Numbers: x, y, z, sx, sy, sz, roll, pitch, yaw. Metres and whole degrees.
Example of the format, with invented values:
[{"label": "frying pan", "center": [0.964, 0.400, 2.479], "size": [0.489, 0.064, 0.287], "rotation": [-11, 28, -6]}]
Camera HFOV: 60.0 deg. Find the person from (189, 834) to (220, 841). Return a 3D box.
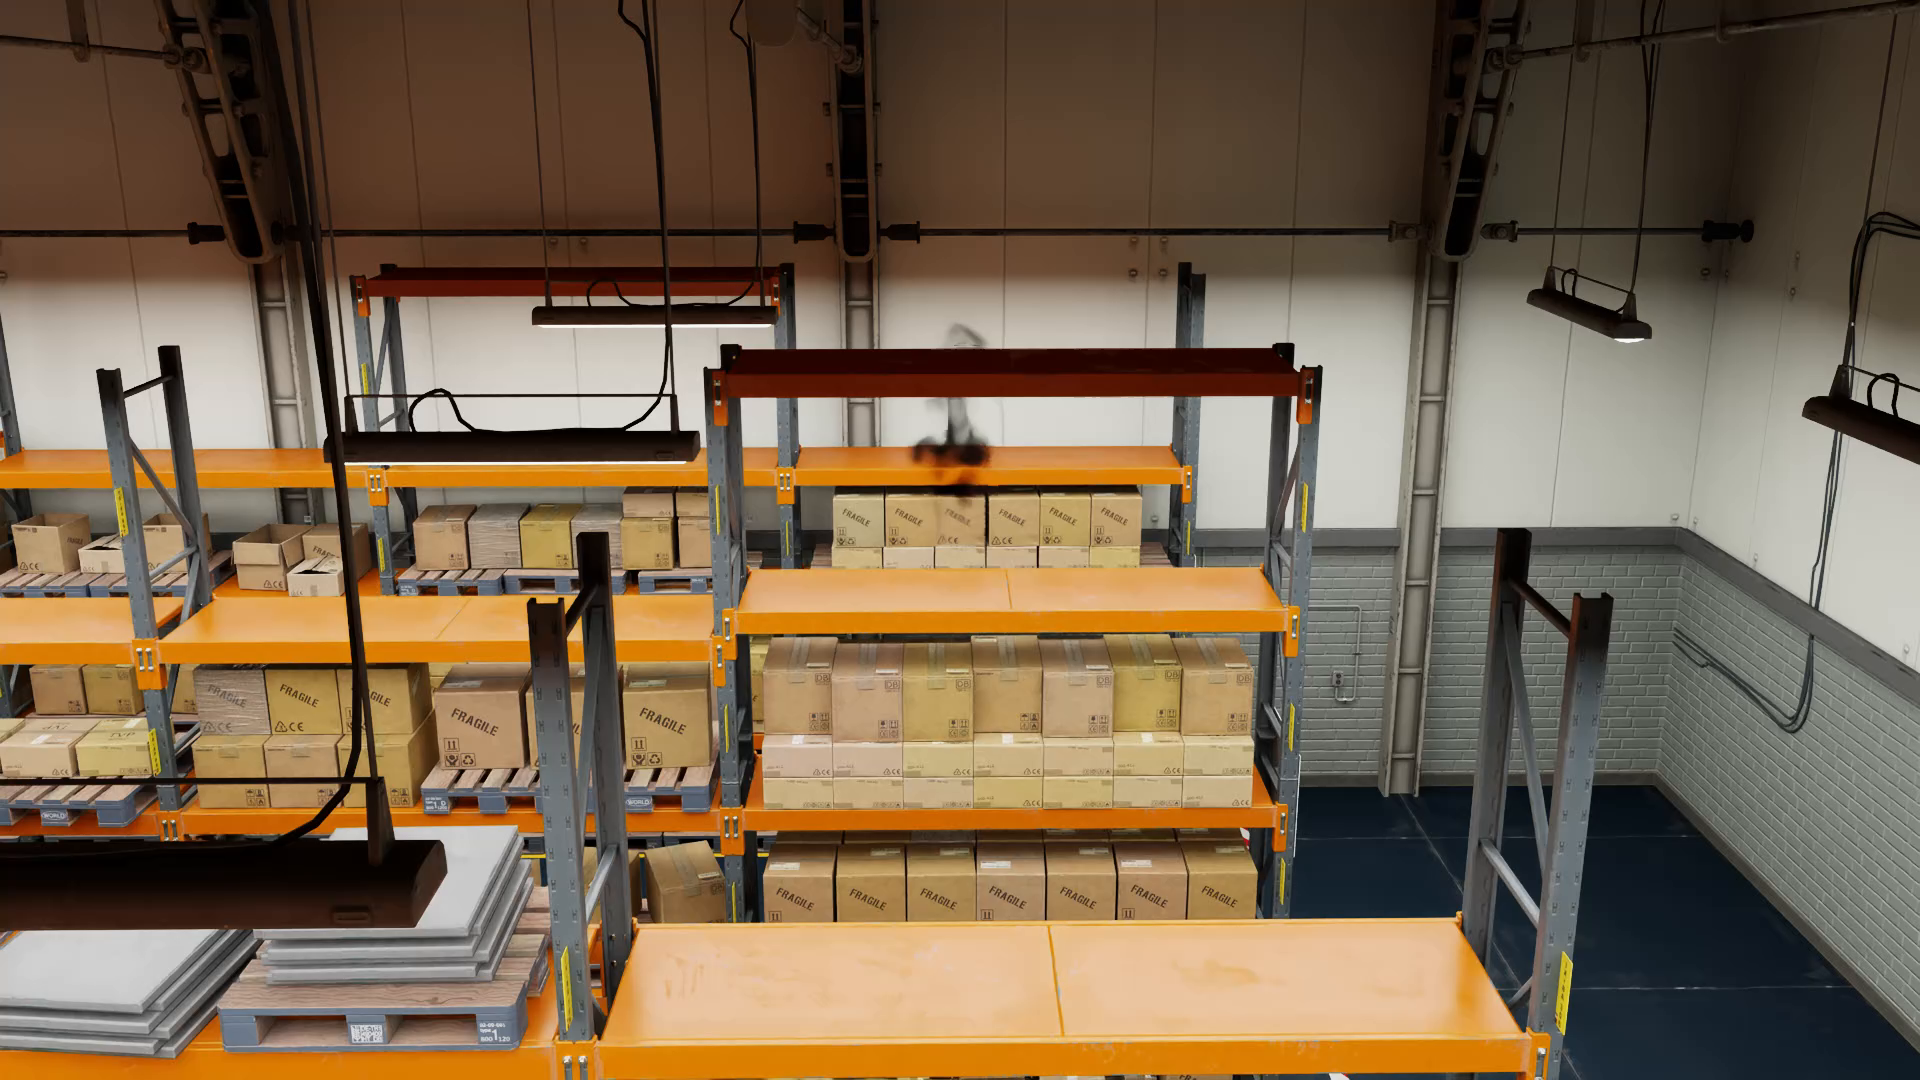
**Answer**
[{"label": "person", "center": [-6.596, 3.209, 14.654], "size": [0.569, 1.621, 0.564], "rotation": [-2, 16, -8]}]
